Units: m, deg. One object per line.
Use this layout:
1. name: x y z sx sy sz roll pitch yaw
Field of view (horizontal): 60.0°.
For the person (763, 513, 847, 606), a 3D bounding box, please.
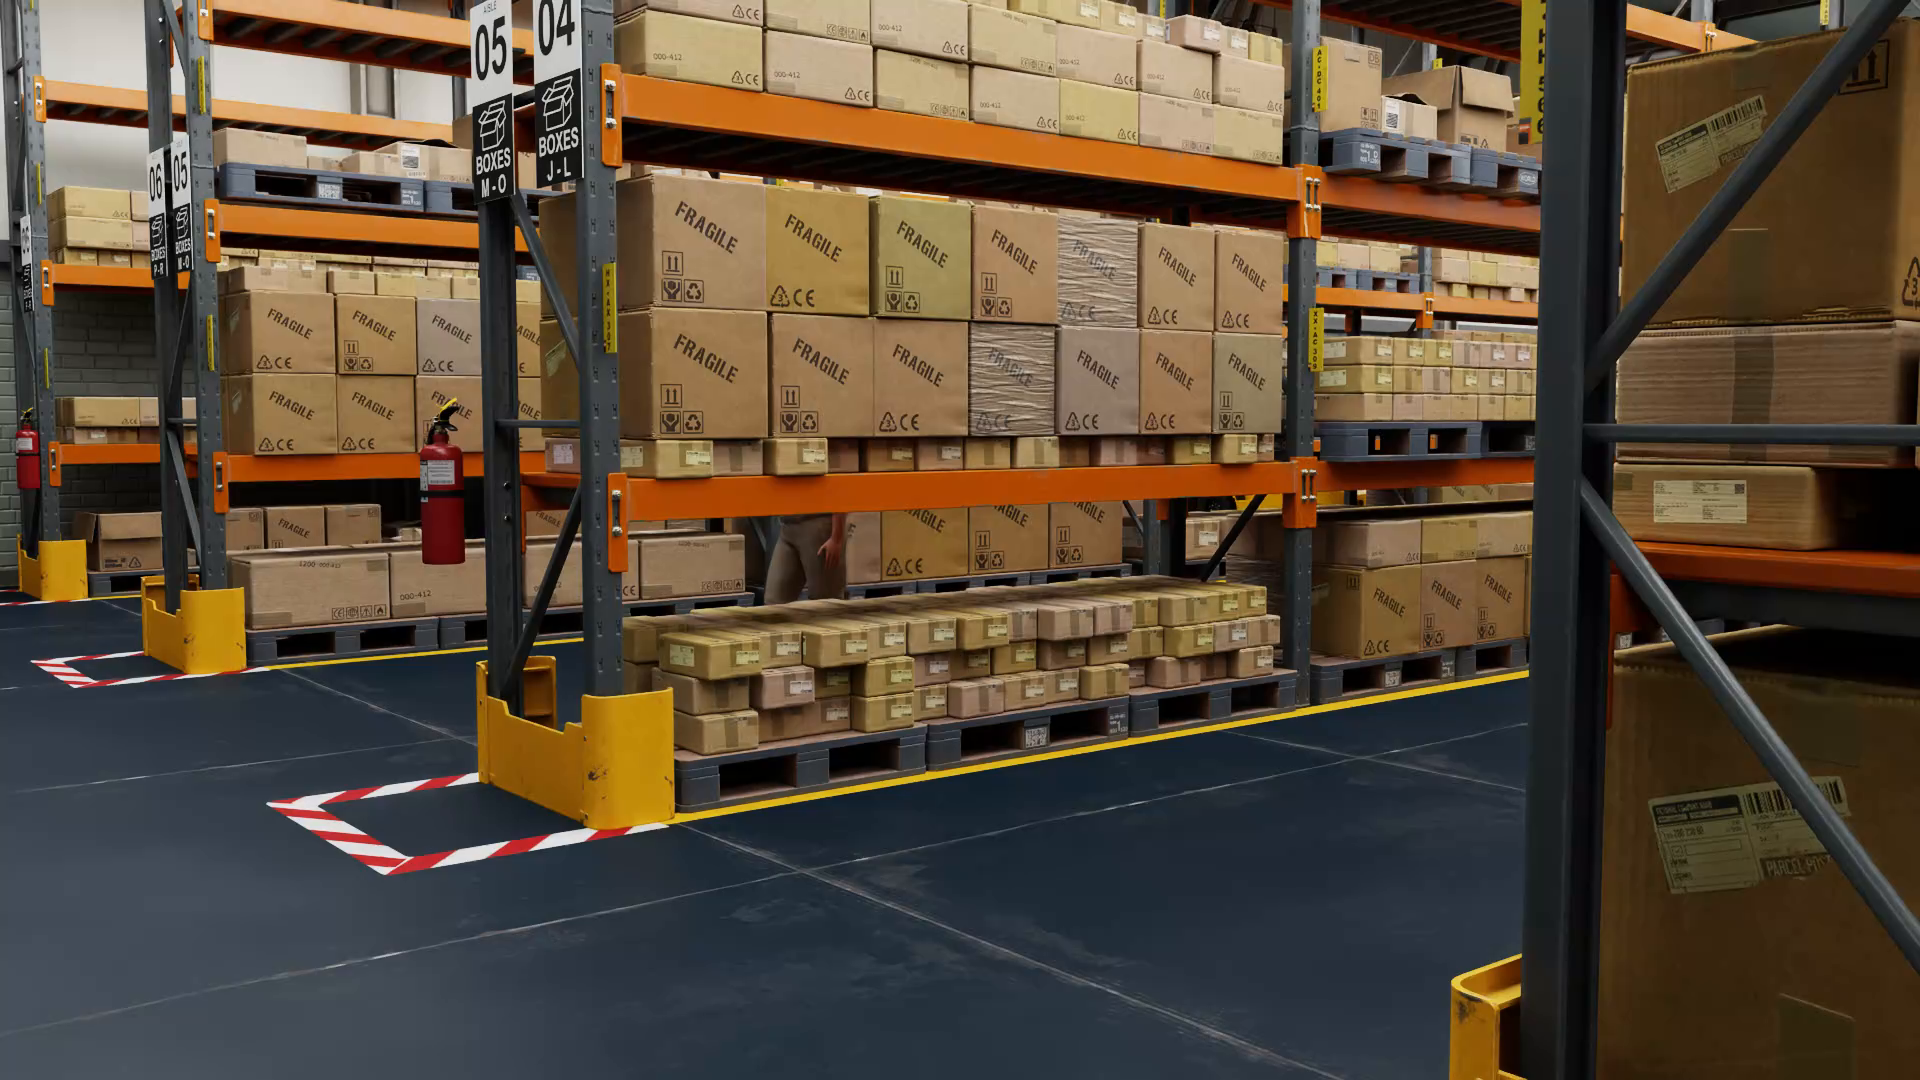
1. person: -0.936 -0.013 9.213 0.731 1.713 0.553 -3 5 -34
